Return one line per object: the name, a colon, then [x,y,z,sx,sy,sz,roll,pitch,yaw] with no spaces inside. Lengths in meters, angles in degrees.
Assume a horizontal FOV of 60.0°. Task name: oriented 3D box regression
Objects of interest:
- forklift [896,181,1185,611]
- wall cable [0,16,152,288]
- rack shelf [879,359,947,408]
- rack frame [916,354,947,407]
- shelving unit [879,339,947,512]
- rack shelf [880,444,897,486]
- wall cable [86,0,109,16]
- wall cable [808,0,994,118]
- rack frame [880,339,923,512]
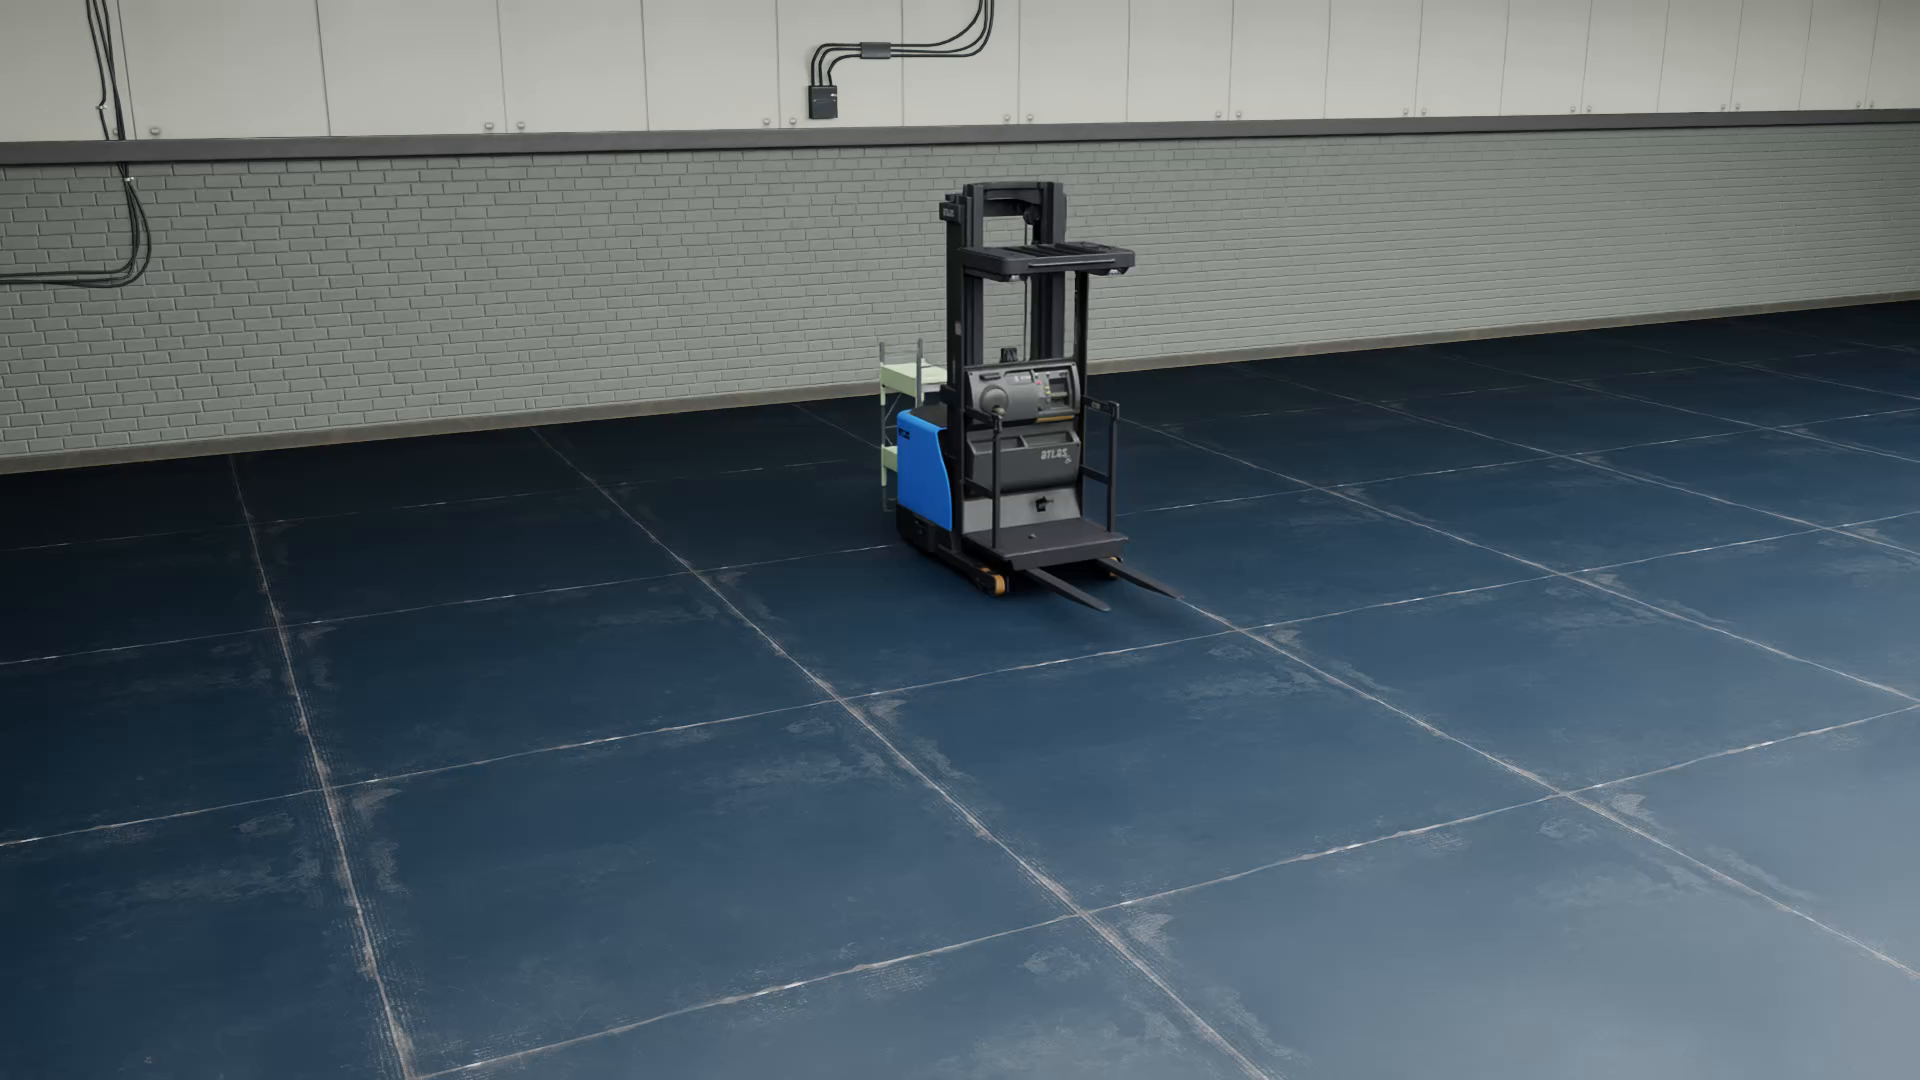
forklift: [0.585,-1.131,12.378,1.130,2.935,3.031,-8,18,-26]
wall cable: [-9.163,-3.457,15.113,3.097,2.526,0.112,-8,18,-25]
rack shelf: [-0.340,-1.280,14.078,0.431,0.370,0.720,-8,18,-26]
rack frame: [-0.174,-0.815,13.872,0.400,1.500,0.023,-8,18,-26]
shelving unit: [-0.340,-0.905,14.185,0.431,1.500,0.755,-8,18,-26]
rack shelf: [-0.340,-0.592,14.275,0.431,0.370,0.720,-8,18,-26]
wall cable: [-6.731,-6.212,15.555,3.097,2.526,0.112,-8,18,-25]
wall cable: [-0.622,-7.728,18.199,2.305,6.003,0.169,-8,18,-25]
rack frame: [-0.505,-0.995,14.499,0.400,1.500,0.023,-8,18,-26]
